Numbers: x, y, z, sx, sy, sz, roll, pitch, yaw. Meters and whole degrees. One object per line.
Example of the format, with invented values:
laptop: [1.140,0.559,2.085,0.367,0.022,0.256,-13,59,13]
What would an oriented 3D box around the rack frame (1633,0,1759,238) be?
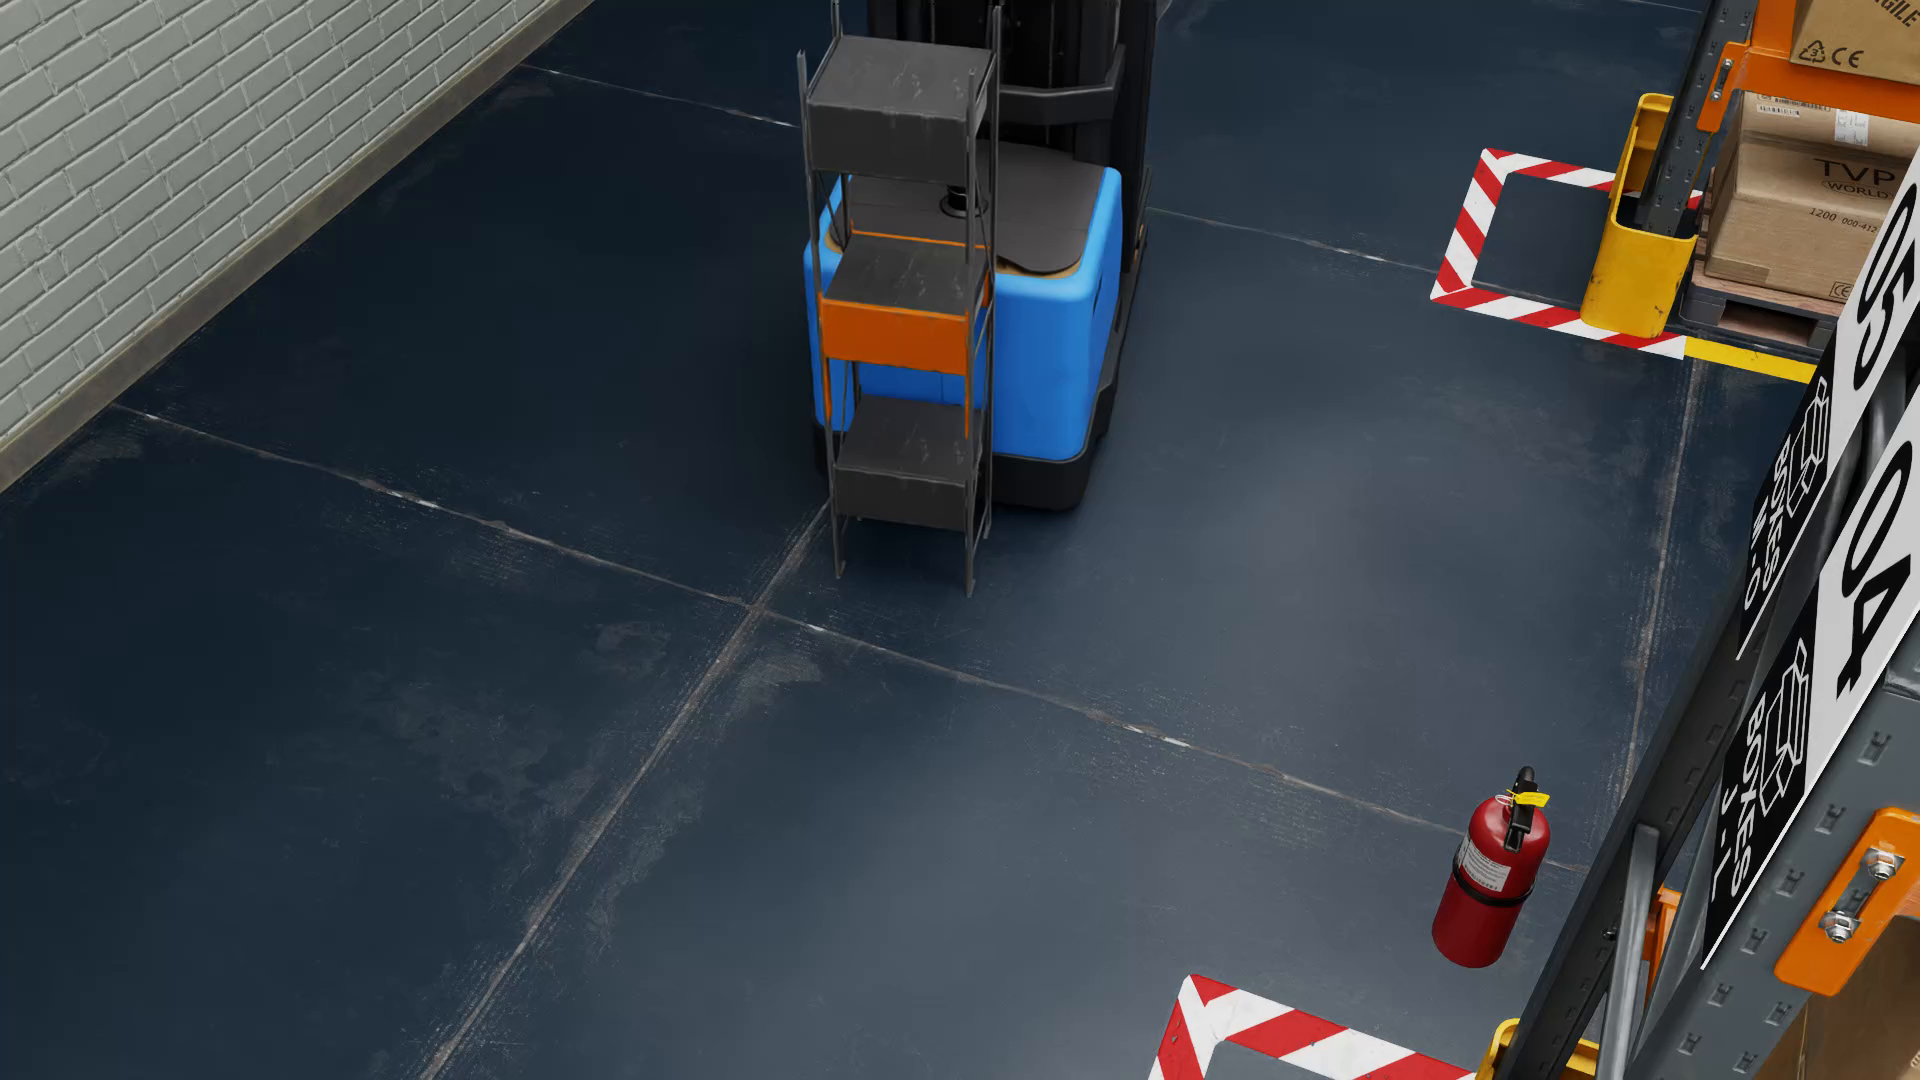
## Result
rack frame: [3.077,-2.329,6.464,0.127,3.000,1.000,16,47,16]

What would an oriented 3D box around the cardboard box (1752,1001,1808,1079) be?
cardboard box: [1.572,1.081,2.755,0.500,0.500,0.500,19,48,18]

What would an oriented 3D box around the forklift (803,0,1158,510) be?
forklift: [0.238,-2.207,6.390,1.130,2.935,3.031,8,45,8]

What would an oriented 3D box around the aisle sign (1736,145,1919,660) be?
aisle sign: [1.313,-0.216,2.498,0.004,0.787,0.394,16,47,16]

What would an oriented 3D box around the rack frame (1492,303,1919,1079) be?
rack frame: [1.264,0.920,3.198,0.127,3.000,1.000,16,47,16]

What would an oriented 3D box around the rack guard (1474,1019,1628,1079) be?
rack guard: [1.335,1.827,4.059,0.348,0.500,1.175,16,47,16]

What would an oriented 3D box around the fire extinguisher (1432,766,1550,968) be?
fire extinguisher: [1.210,0.711,3.728,0.183,0.674,0.296,16,47,16]

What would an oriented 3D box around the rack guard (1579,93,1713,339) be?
rack guard: [3.055,-1.450,7.353,0.348,0.500,1.175,16,47,16]

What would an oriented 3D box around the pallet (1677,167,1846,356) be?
pallet: [3.845,-1.175,7.281,1.213,0.211,1.003,16,47,16]

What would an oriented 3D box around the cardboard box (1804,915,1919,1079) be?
cardboard box: [1.577,0.720,2.409,0.500,0.500,0.500,16,47,16]

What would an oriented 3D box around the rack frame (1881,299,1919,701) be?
rack frame: [1.264,-1.206,1.082,0.127,3.000,1.000,16,47,16]

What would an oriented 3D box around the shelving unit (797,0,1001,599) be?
shelving unit: [-0.168,-0.704,5.468,0.503,2.100,0.431,8,45,8]

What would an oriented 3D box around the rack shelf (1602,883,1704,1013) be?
rack shelf: [3.110,1.719,2.906,4.000,0.370,1.077,16,47,16]

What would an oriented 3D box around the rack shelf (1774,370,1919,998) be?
rack shelf: [3.110,0.655,1.848,4.000,0.370,1.077,16,47,16]

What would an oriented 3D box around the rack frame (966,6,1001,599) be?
rack frame: [0.071,-0.669,5.434,0.015,2.100,0.400,8,45,8]

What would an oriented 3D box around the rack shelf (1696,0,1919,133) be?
rack shelf: [4.923,-1.531,6.172,4.000,0.370,1.077,16,47,16]

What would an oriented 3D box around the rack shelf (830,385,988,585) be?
rack shelf: [-0.168,-0.198,5.972,0.480,0.518,0.431,8,45,8]

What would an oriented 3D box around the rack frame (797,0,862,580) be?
rack frame: [-0.407,-0.738,5.503,0.015,2.100,0.400,8,45,8]

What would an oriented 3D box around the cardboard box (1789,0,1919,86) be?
cardboard box: [3.409,-2.047,6.110,0.500,0.500,0.500,16,47,16]

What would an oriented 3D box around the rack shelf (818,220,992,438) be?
rack shelf: [-0.168,-0.694,5.478,0.480,0.518,0.431,8,45,8]

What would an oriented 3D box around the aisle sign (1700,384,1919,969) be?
aisle sign: [1.082,0.174,2.105,0.004,0.787,0.394,16,47,16]

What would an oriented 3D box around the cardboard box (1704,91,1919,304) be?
cardboard box: [3.725,-1.456,7.105,0.875,0.438,0.875,15,47,15]

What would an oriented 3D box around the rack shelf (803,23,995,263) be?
rack shelf: [-0.168,-1.190,4.984,0.480,0.518,0.431,8,45,8]
